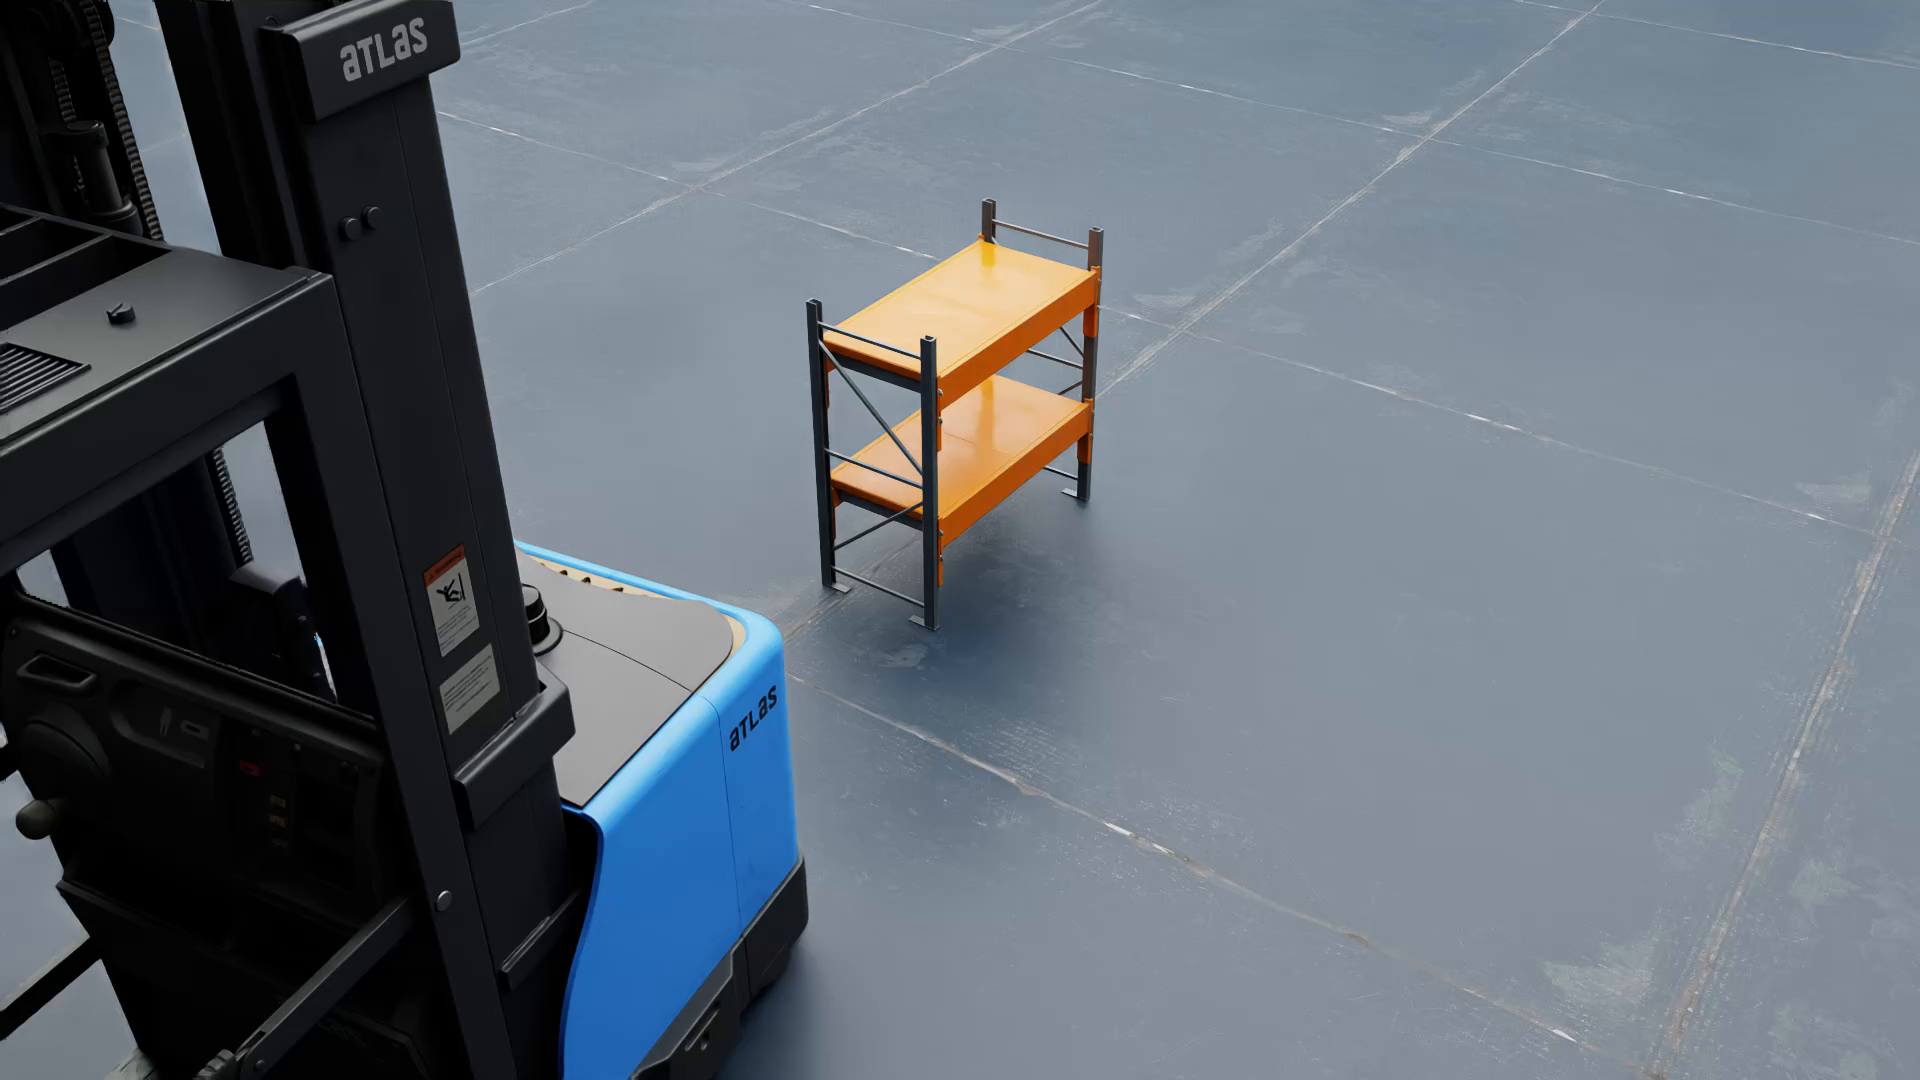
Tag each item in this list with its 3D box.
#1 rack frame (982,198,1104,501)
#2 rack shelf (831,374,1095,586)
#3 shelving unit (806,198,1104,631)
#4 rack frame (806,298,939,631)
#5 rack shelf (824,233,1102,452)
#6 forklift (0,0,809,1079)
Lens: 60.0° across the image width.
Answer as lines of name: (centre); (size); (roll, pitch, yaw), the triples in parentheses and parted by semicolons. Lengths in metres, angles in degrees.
rack frame: (0.294, -0.703, 6.285); (0.500, 1.125, 0.032); (21, 39, 28)
rack shelf: (0.004, -0.267, 6.076); (0.538, 0.278, 1.000); (21, 39, 28)
shelving unit: (0.004, -0.469, 5.939); (0.538, 1.125, 1.048); (21, 39, 28)
rack frame: (-0.286, -0.235, 5.594); (0.500, 1.125, 0.032); (21, 39, 28)
rack shelf: (0.004, -0.712, 5.776); (0.538, 0.278, 1.000); (21, 39, 28)
forklift: (-1.513, 0.495, 2.901); (1.130, 2.935, 3.031); (15, 37, 21)
